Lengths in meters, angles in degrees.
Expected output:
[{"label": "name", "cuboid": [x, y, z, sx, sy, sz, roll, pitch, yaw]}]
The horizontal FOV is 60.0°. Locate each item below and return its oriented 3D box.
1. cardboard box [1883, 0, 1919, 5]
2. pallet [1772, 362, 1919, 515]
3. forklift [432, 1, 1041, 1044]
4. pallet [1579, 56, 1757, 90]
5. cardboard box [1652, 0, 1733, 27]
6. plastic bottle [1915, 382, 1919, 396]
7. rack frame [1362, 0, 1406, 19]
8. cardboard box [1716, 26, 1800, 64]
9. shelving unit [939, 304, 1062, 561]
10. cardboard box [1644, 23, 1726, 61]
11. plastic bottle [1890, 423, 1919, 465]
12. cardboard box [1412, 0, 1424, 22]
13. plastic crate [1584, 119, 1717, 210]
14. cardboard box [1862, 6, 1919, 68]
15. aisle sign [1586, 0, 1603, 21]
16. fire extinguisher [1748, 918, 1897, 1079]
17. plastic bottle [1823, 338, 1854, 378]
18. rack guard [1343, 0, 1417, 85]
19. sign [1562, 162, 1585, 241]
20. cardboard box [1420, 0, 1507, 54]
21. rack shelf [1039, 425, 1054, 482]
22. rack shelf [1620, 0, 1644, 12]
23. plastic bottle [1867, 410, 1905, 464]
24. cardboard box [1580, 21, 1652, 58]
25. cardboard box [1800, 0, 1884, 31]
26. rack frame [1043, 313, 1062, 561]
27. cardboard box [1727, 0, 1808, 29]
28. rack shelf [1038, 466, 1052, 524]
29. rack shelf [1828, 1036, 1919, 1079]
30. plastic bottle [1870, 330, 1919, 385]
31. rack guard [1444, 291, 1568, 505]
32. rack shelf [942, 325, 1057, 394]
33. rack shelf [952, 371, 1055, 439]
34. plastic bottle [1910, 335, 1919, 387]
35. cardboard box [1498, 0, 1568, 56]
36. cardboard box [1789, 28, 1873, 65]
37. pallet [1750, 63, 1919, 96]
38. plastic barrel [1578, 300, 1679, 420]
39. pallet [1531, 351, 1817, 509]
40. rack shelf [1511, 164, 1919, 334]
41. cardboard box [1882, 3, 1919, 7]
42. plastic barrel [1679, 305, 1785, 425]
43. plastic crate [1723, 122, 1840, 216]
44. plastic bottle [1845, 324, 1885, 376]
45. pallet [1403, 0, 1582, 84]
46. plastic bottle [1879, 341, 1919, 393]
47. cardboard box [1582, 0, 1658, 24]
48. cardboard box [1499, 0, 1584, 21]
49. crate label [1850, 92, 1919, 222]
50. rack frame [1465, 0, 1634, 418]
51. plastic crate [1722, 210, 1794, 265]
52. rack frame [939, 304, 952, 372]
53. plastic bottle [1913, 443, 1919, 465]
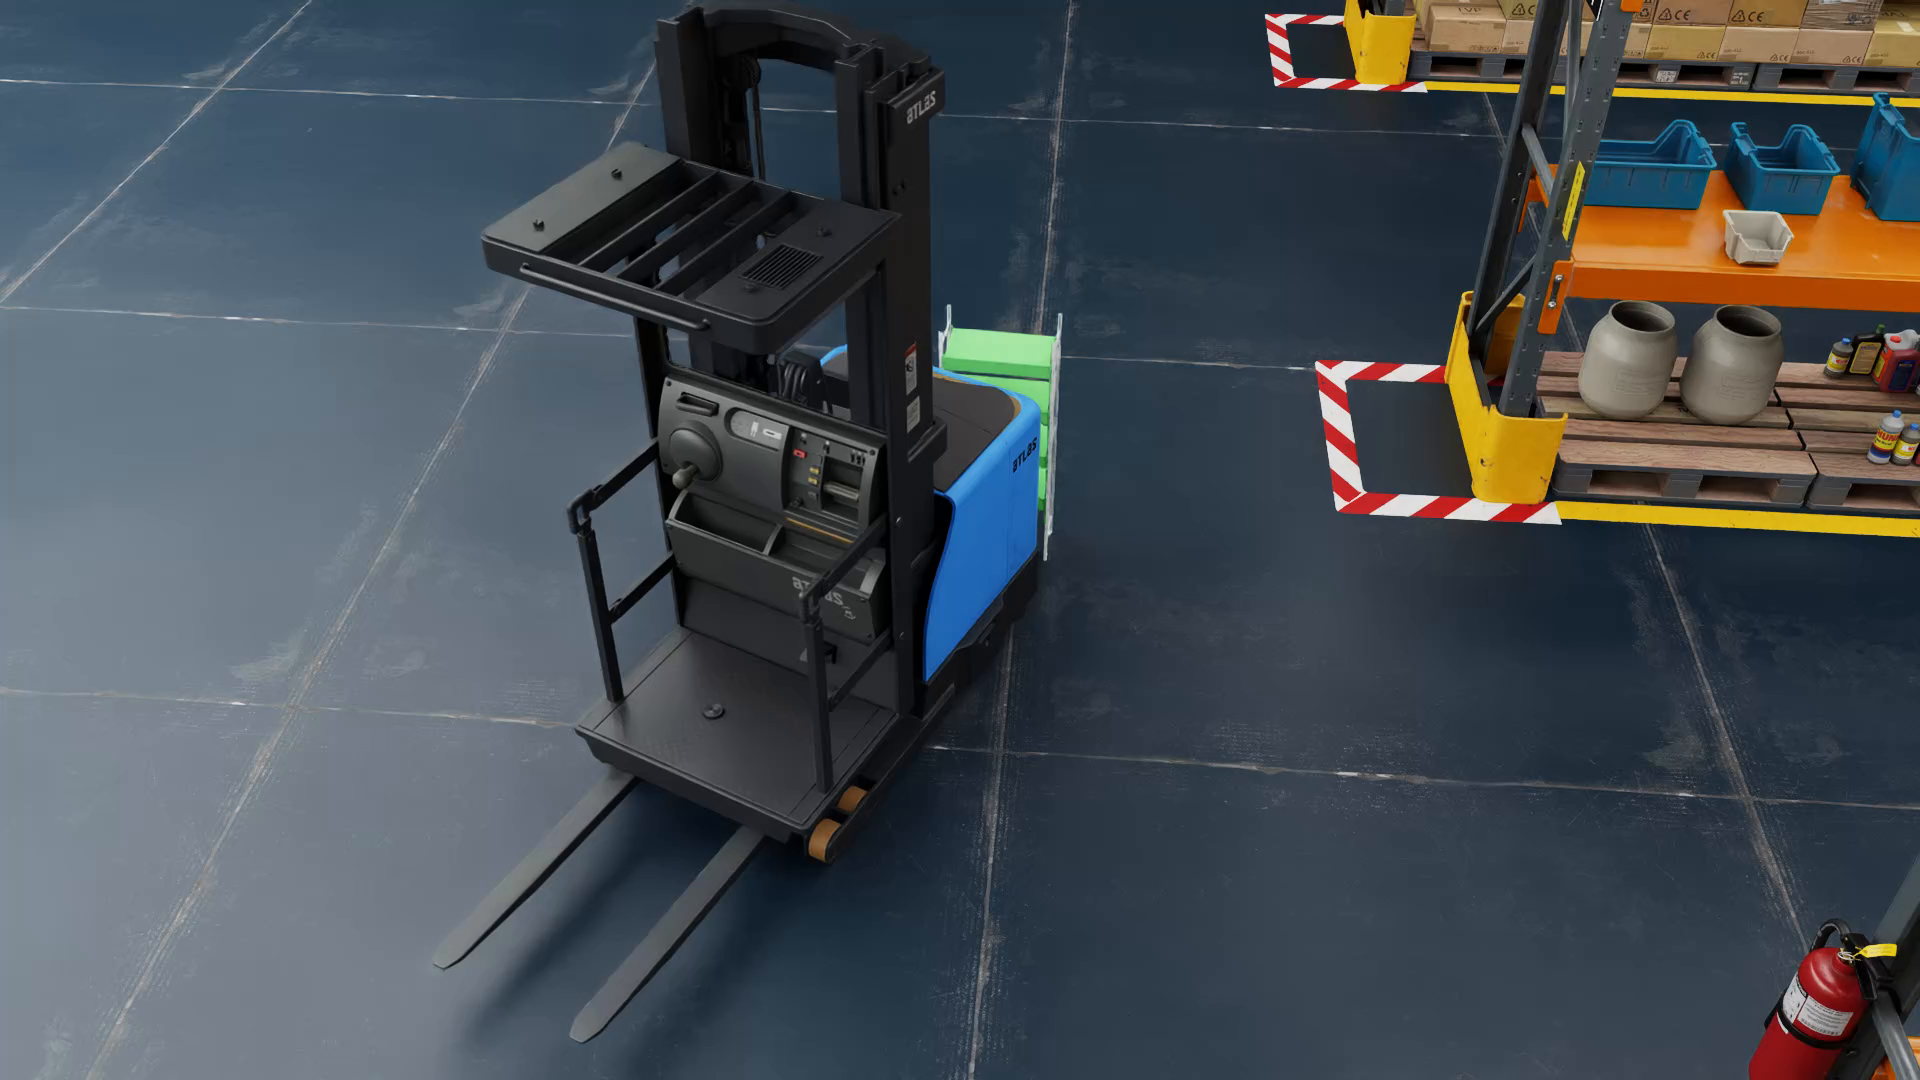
[{"label": "cardboard box", "cuboid": [6.650, -4.191, 11.944, 0.500, 0.500, 0.500, 3, 39, 4]}, {"label": "pallet", "cuboid": [4.770, -0.512, 8.383, 1.213, 0.211, 1.003, 3, 39, 4]}, {"label": "forklift", "cuboid": [-0.804, -0.229, 5.880, 1.130, 2.935, 3.031, 19, 43, 22]}, {"label": "pallet", "cuboid": [5.078, -3.634, 12.218, 1.213, 0.211, 1.003, 3, 39, 4]}, {"label": "cardboard box", "cuboid": [5.110, -3.934, 11.629, 0.500, 0.500, 0.500, 3, 39, 4]}, {"label": "plastic bottle", "cuboid": [4.932, -0.827, 8.429, 0.097, 0.201, 0.097, 0, 39, 0]}, {"label": "rack frame", "cuboid": [3.100, -4.799, 11.440, 0.127, 3.000, 1.000, 3, 39, 4]}, {"label": "cardboard box", "cuboid": [5.608, -3.617, 11.833, 0.500, 0.250, 0.500, 3, 39, 4]}, {"label": "shelving unit", "cuboid": [0.177, -0.469, 7.546, 0.503, 1.200, 0.258, 6, 40, 7]}, {"label": "cardboard box", "cuboid": [5.110, -3.644, 11.866, 0.500, 0.250, 0.500, 3, 39, 4]}, {"label": "plastic bottle", "cuboid": [4.552, -0.469, 7.989, 0.097, 0.201, 0.097, 0, 39, 0]}, {"label": "cardboard box", "cuboid": [3.660, -4.052, 12.368, 0.500, 0.250, 0.500, 3, 39, 4]}, {"label": "plastic crate", "cuboid": [3.194, -1.787, 7.858, 0.616, 0.251, 0.499, 3, 39, 4]}, {"label": "cardboard box", "cuboid": [6.605, -3.566, 11.770, 0.500, 0.250, 0.500, 3, 39, 4]}, {"label": "aisle sign", "cuboid": [2.572, -2.512, 6.571, 0.004, 0.787, 0.394, 3, 39, 4]}, {"label": "fire extinguisher", "cuboid": [2.168, 1.165, 4.174, 0.183, 0.674, 0.296, 3, 39, 4]}, {"label": "plastic bottle", "cuboid": [4.537, -0.945, 8.574, 0.097, 0.201, 0.097, 0, 39, 0]}, {"label": "rack guard", "cuboid": [3.076, -3.831, 12.231, 0.348, 0.500, 1.175, 3, 39, 4]}, {"label": "sign", "cuboid": [2.617, -1.446, 7.101, 0.005, 0.325, 0.100, 3, 39, 4]}, {"label": "cardboard box", "cuboid": [3.615, -3.726, 11.968, 0.500, 0.250, 0.500, 3, 39, 4]}, {"label": "rack shelf", "cuboid": [0.177, -0.419, 7.587, 0.480, 0.148, 0.258, 6, 40, 7]}, {"label": "rack shelf", "cuboid": [4.662, -2.459, 6.760, 4.000, 0.370, 1.077, 3, 39, 4]}, {"label": "plastic bottle", "cuboid": [4.449, -0.502, 7.974, 0.097, 0.271, 0.097, 0, 39, 0]}, {"label": "cardboard box", "cuboid": [4.612, -3.674, 11.904, 0.500, 0.250, 0.500, 3, 39, 4]}, {"label": "cardboard box", "cuboid": [6.107, -3.891, 11.576, 0.500, 0.500, 0.500, 3, 39, 4]}, {"label": "rack frame", "cuboid": [0.418, -0.444, 7.516, 0.015, 1.200, 0.240, 6, 40, 7]}, {"label": "cardboard box", "cuboid": [5.609, -3.916, 11.607, 0.500, 0.500, 0.500, 3, 39, 4]}, {"label": "rack shelf", "cuboid": [0.177, -0.233, 7.738, 0.480, 0.148, 0.258, 6, 40, 7]}, {"label": "rack shelf", "cuboid": [4.234, 1.819, 3.880, 4.000, 0.370, 1.077, 3, 39, 4]}, {"label": "plastic bottle", "cuboid": [4.786, -0.943, 8.512, 0.135, 0.276, 0.152, 3, 39, 4]}, {"label": "rack guard", "cuboid": [2.749, -0.740, 8.434, 0.348, 0.500, 1.175, 3, 39, 4]}, {"label": "rack shelf", "cuboid": [0.177, -0.792, 7.284, 0.480, 0.148, 0.258, 6, 40, 7]}, {"label": "rack shelf", "cuboid": [0.177, -0.606, 7.435, 0.480, 0.148, 0.258, 6, 40, 7]}, {"label": "plastic bottle", "cuboid": [4.924, -0.936, 8.503, 0.135, 0.276, 0.152, 2, 39, 3]}, {"label": "cardboard box", "cuboid": [4.114, -3.702, 11.937, 0.500, 0.250, 0.500, 3, 39, 4]}, {"label": "cardboard box", "cuboid": [6.107, -3.599, 11.811, 0.500, 0.250, 0.500, 3, 39, 4]}, {"label": "pallet", "cuboid": [6.297, -3.570, 12.139, 1.213, 0.211, 1.003, 3, 39, 4]}, {"label": "plastic barrel", "cuboid": [3.332, -0.894, 8.281, 0.421, 0.512, 0.421, 0, 39, 0]}, {"label": "pallet", "cuboid": [3.558, -0.580, 8.466, 1.213, 0.211, 1.003, 3, 39, 4]}, {"label": "rack shelf", "cuboid": [4.662, -1.296, 7.707, 4.000, 0.370, 1.077, 3, 39, 4]}, {"label": "cardboard box", "cuboid": [6.650, -3.894, 12.173, 0.500, 0.250, 0.500, 3, 39, 4]}, {"label": "plastic barrel", "cuboid": [3.831, -0.867, 8.248, 0.421, 0.512, 0.421, 0, 39, 0]}, {"label": "plastic crate", "cuboid": [3.840, -1.748, 7.810, 0.408, 0.251, 0.499, 3, 39, 4]}, {"label": "plastic bottle", "cuboid": [4.655, -0.982, 8.554, 0.133, 0.283, 0.061, 4, 39, 5]}, {"label": "pallet", "cuboid": [3.866, -3.702, 12.302, 1.213, 0.211, 1.003, 3, 39, 4]}, {"label": "plastic bottle", "cuboid": [4.777, -0.879, 8.427, 0.133, 0.283, 0.061, 3, 39, 4]}, {"label": "cardboard box", "cuboid": [4.613, -3.972, 11.676, 0.500, 0.500, 0.500, 3, 39, 4]}, {"label": "cardboard box", "cuboid": [4.114, -3.991, 11.699, 0.500, 0.500, 0.500, 3, 39, 4]}, {"label": "crate label", "cuboid": [4.526, -1.768, 7.688, 0.616, 0.435, 0.502, 3, 39, 4]}, {"label": "rack frame", "cuboid": [2.669, -1.684, 7.613, 0.127, 3.000, 1.000, 3, 39, 4]}, {"label": "plastic crate", "cuboid": [3.533, -1.331, 7.388, 0.250, 0.136, 0.298, 3, 39, 4]}, {"label": "rack frame", "cuboid": [-0.064, -0.494, 7.576, 0.015, 1.200, 0.240, 6, 40, 7]}, {"label": "plastic bottle", "cuboid": [4.673, -0.483, 7.941, 0.133, 0.283, 0.061, 4, 39, 5]}]
